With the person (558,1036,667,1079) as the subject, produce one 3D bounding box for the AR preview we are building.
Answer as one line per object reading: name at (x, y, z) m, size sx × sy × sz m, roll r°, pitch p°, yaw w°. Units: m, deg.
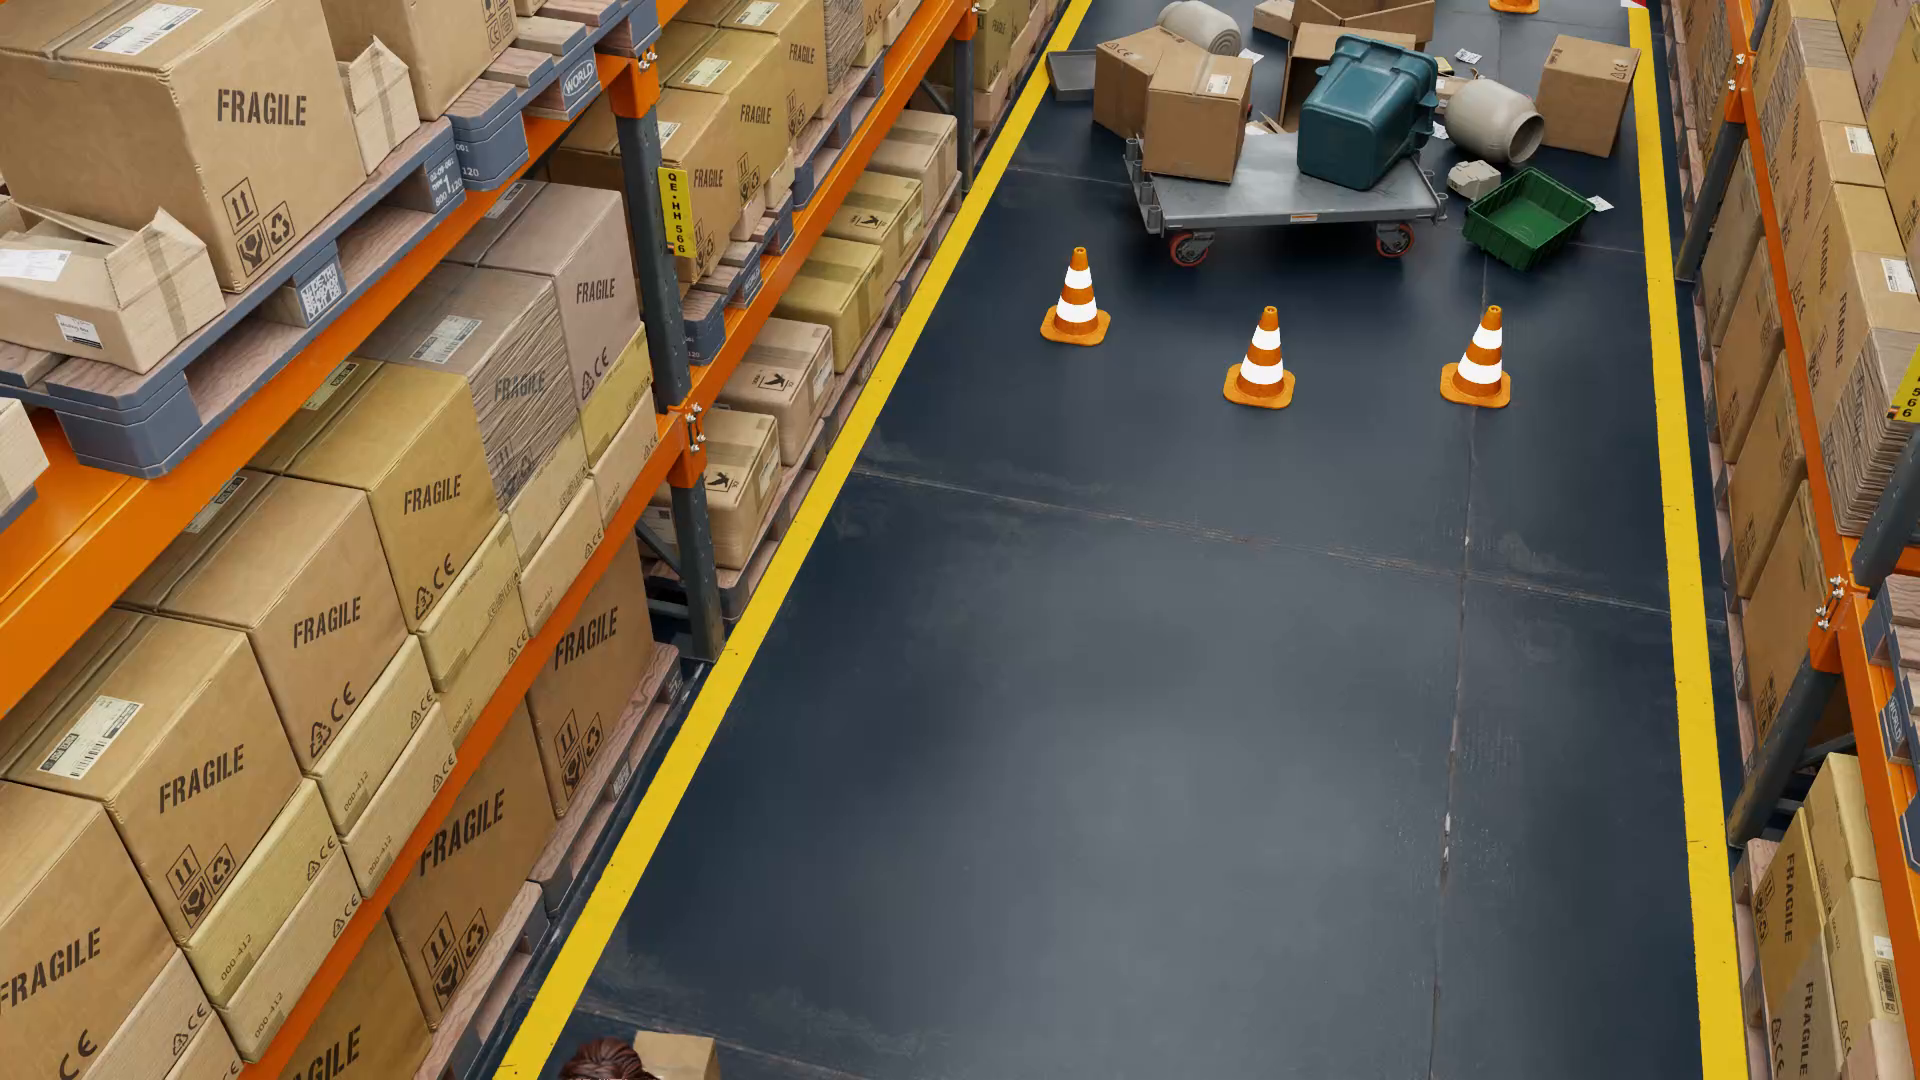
person at (-0.824, 1.782, 4.124) m, size 0.446 × 1.623 × 1.003 m, roll 12°, pitch 43°, yaw 14°
